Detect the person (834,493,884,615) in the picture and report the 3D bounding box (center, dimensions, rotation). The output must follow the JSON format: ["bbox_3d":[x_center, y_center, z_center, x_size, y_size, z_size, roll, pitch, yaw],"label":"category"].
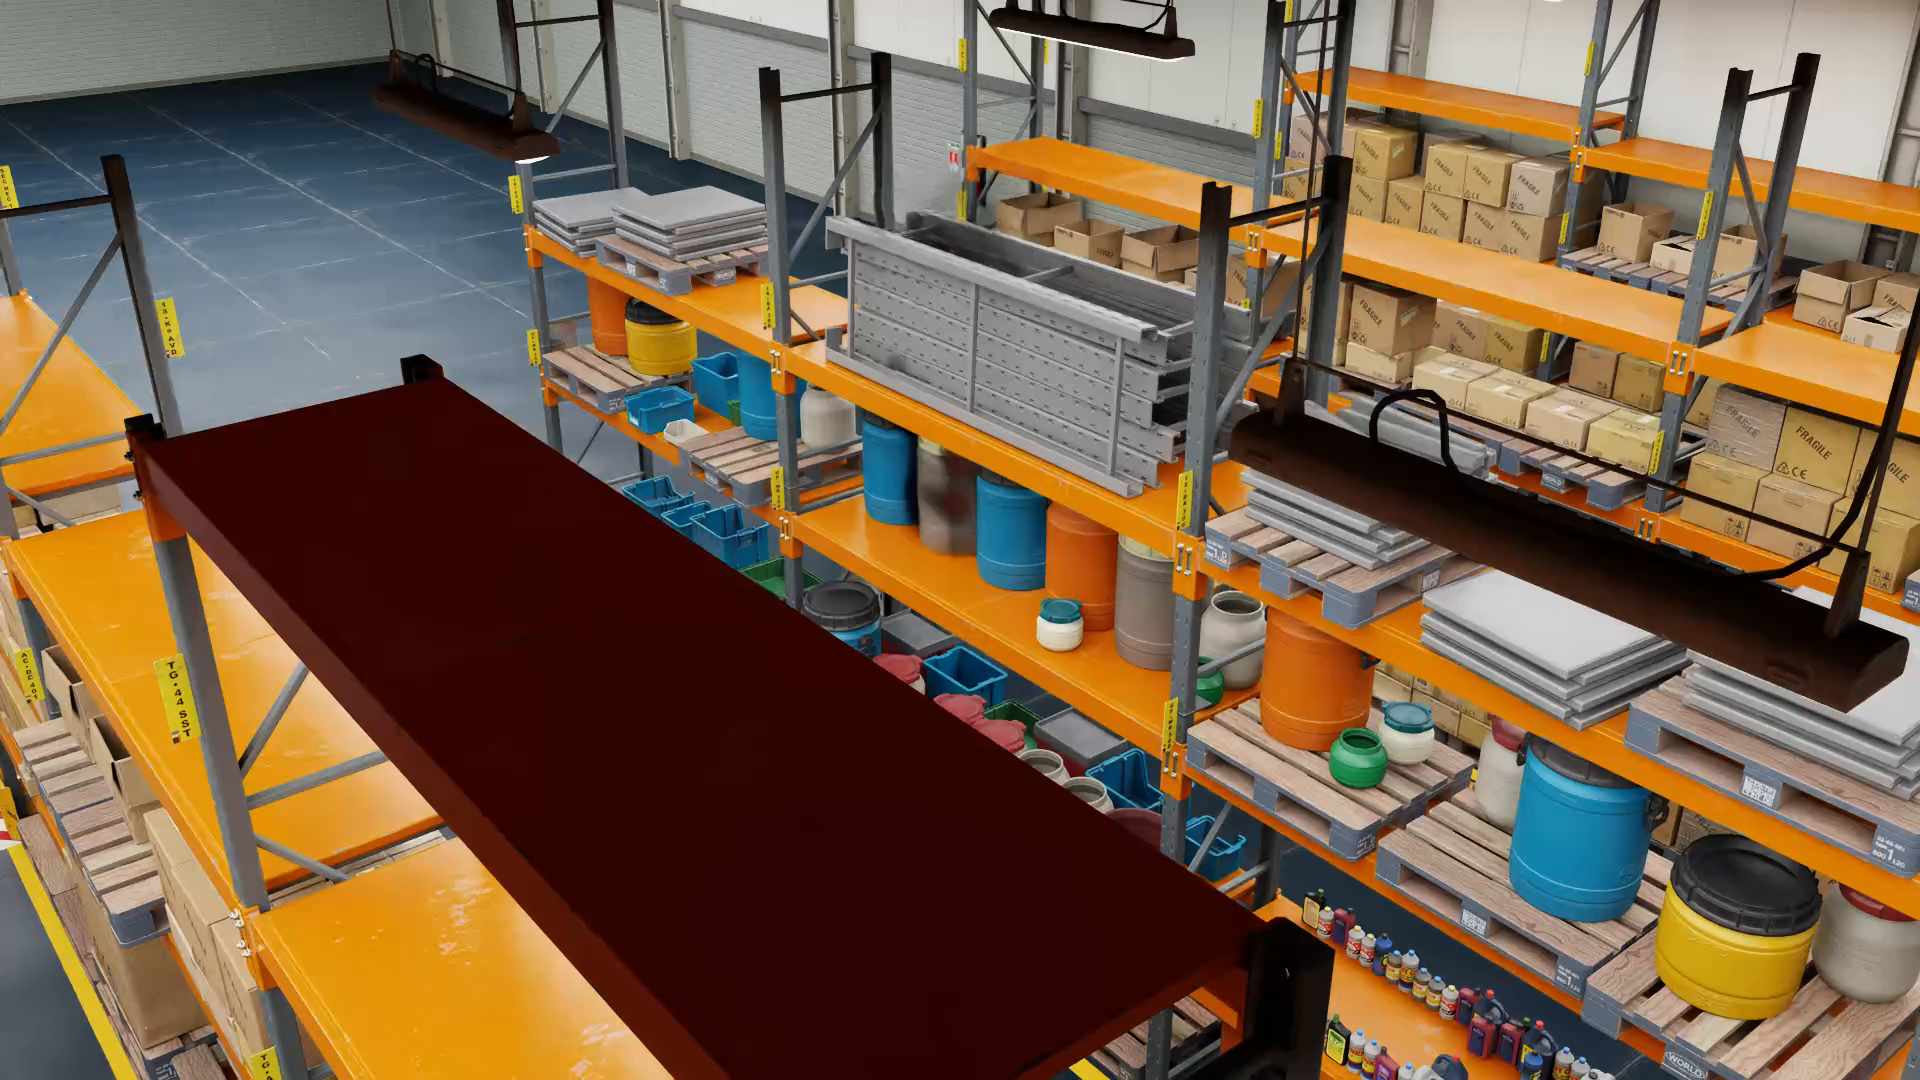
[{"bbox_3d":[-0.970,-0.038,16.001,0.730,1.716,0.531,20,32,35],"label":"person"}]
